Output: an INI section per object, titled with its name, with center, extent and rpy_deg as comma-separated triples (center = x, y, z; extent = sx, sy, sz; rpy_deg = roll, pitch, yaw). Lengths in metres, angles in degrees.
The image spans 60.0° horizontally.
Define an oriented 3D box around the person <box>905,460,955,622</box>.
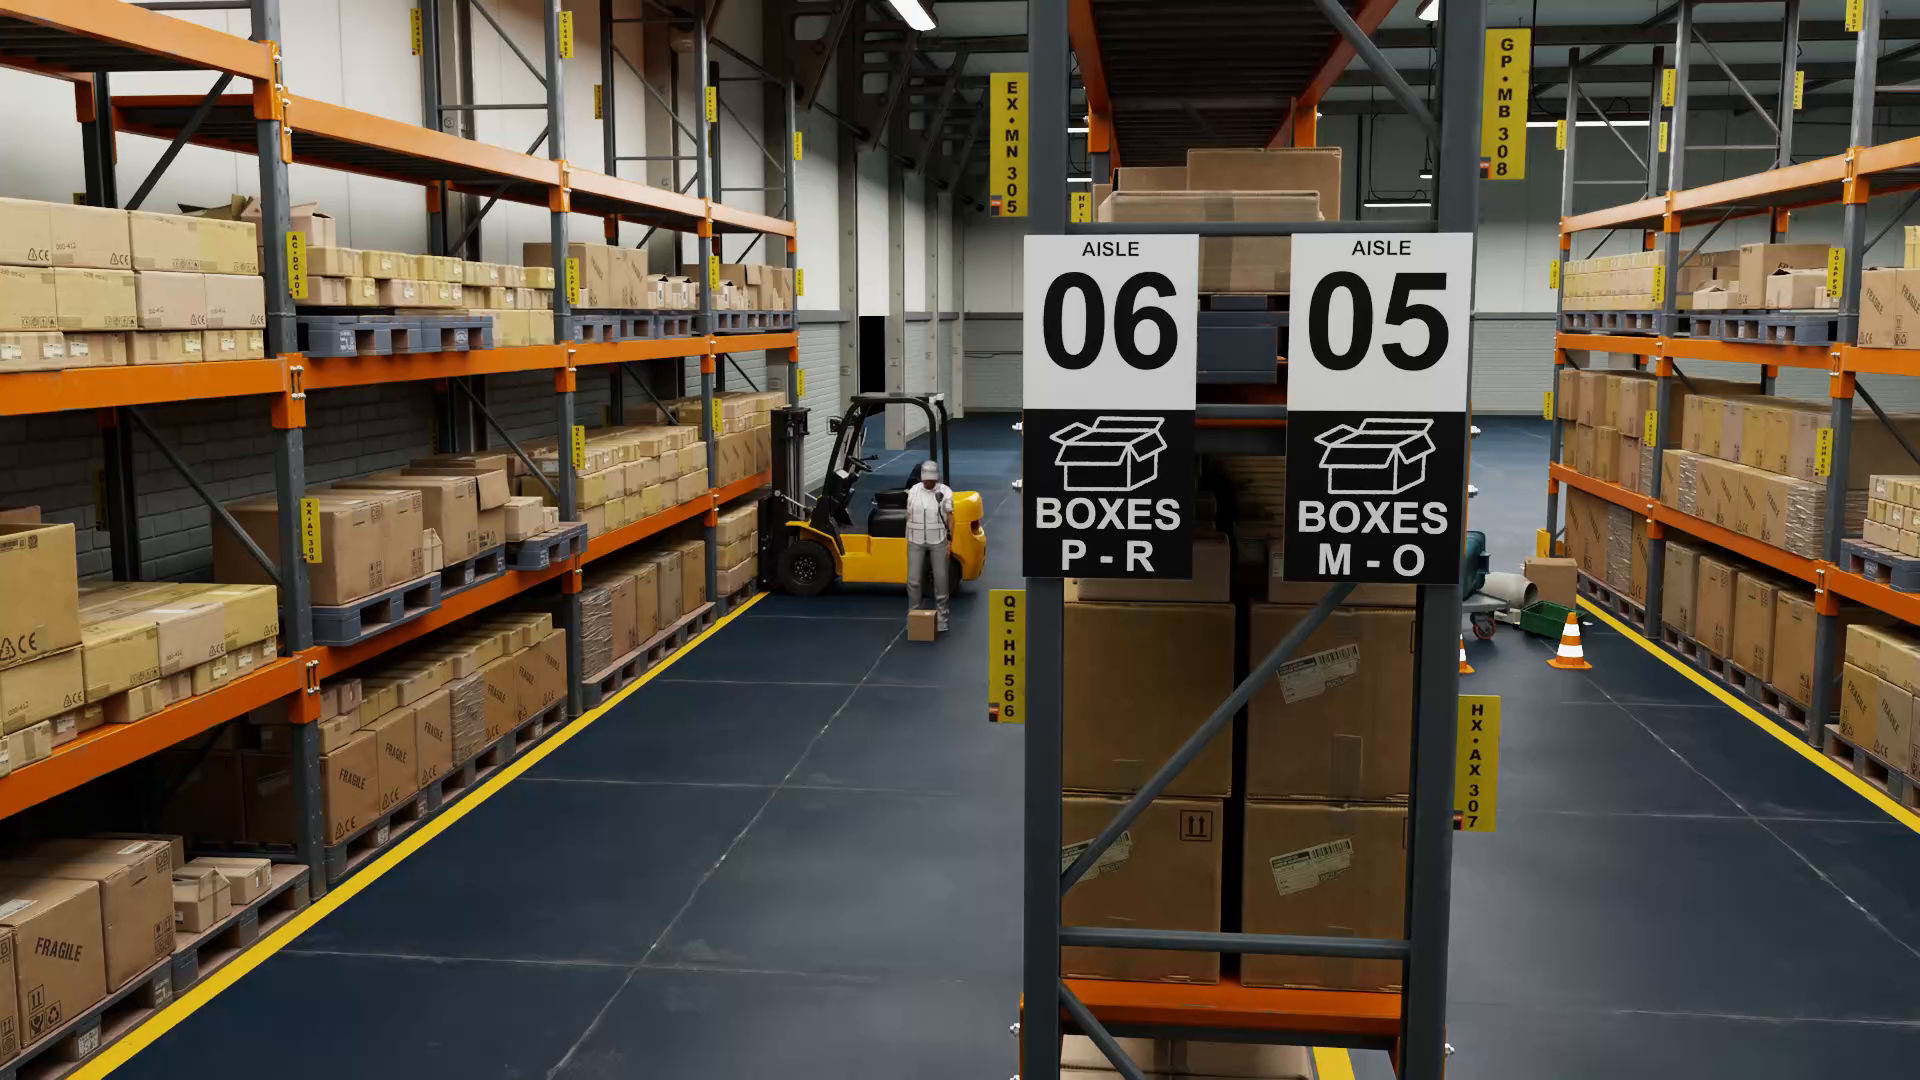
[person]
center = -0.286, 0.015, 15.980
extent = 0.475, 1.577, 0.394
rpy_deg = 1, 8, 7
